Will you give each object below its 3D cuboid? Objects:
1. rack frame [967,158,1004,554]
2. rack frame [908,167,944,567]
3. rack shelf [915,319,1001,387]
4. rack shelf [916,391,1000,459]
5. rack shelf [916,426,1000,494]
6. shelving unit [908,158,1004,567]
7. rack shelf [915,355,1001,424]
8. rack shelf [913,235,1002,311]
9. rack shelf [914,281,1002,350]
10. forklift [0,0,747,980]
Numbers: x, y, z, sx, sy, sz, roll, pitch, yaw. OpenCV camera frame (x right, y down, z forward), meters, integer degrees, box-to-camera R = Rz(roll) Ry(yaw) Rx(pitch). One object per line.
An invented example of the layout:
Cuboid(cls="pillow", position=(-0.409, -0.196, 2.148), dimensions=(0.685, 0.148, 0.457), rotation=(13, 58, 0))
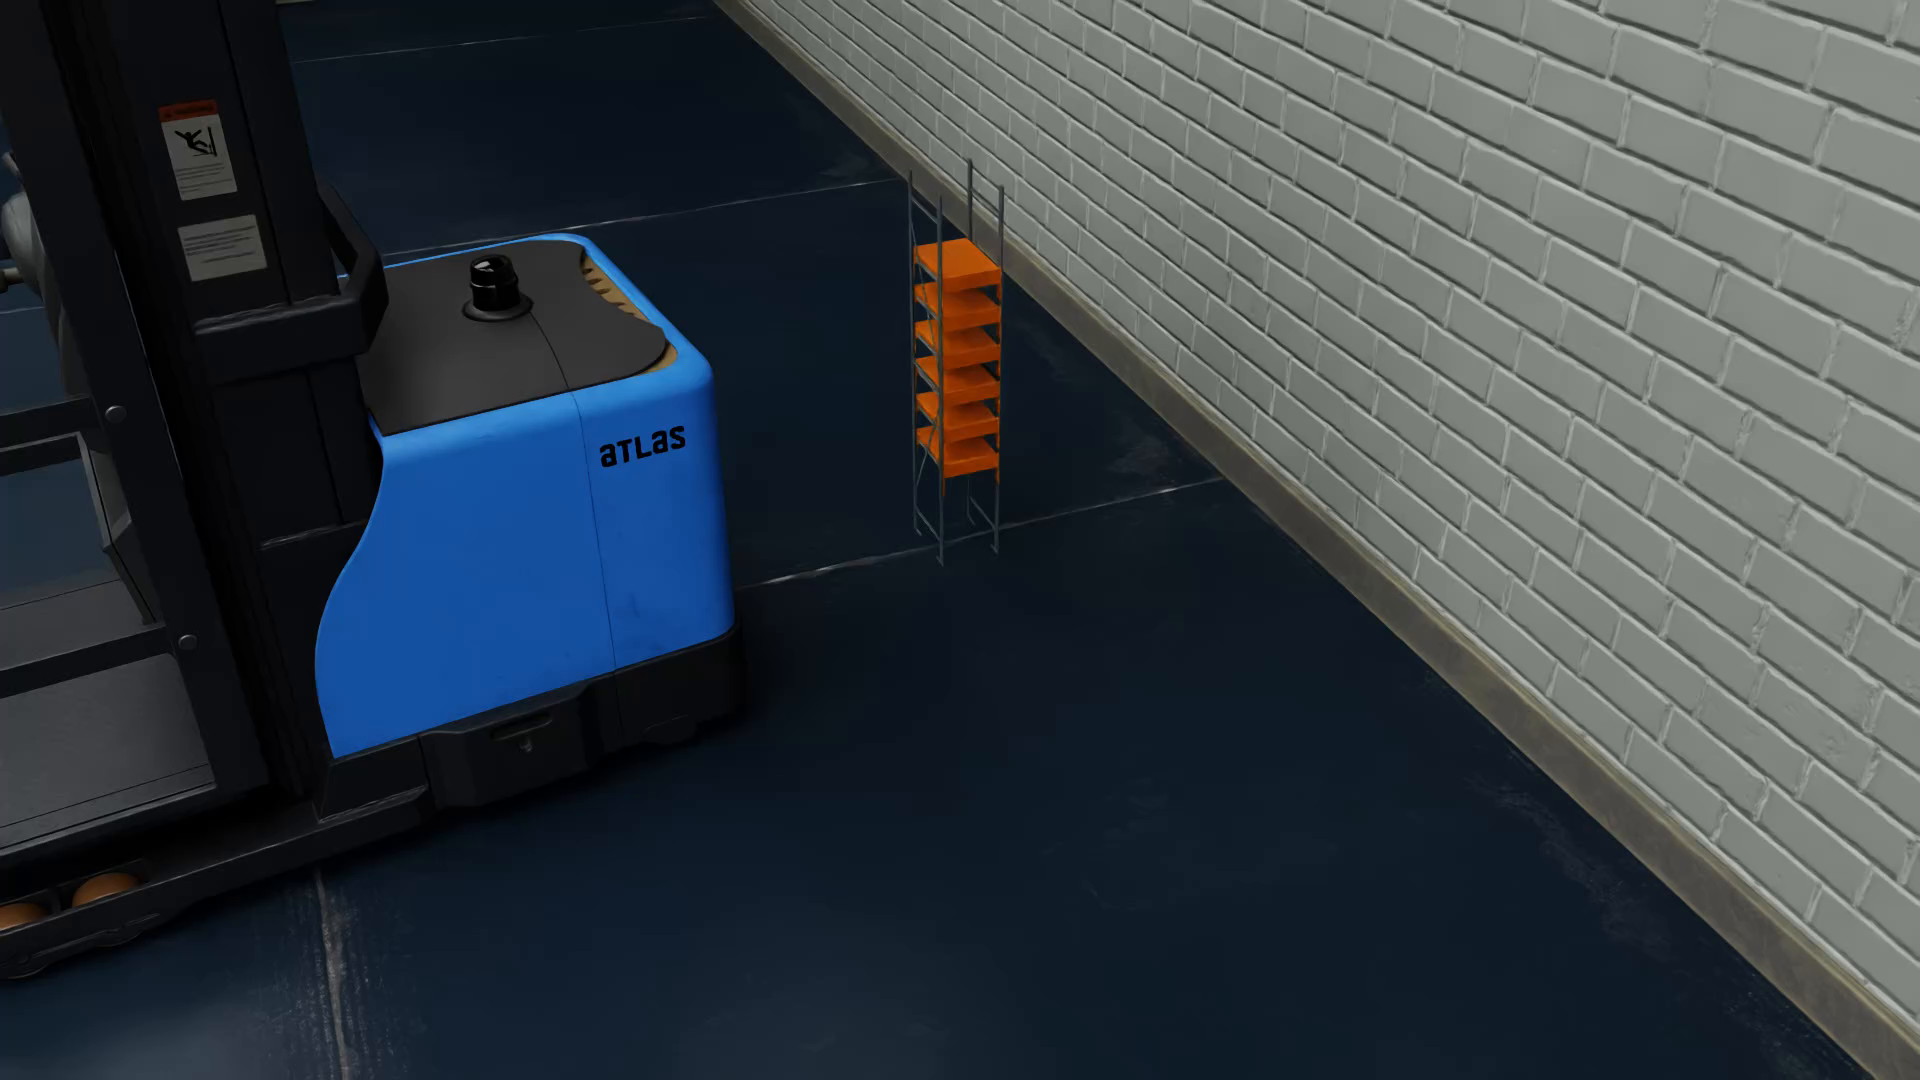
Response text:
Cuboid(cls="rack frame", position=(0.071, -0.519, 4.948), dimensions=(0.006, 1.200, 0.240), rotation=(-13, 35, -19))
Cuboid(cls="rack frame", position=(-0.098, -0.481, 4.888), dimensions=(0.006, 1.200, 0.240), rotation=(-13, 35, -19))
Cuboid(cls="rack shelf", position=(-0.013, -0.563, 4.877), dimensions=(0.180, 0.103, 0.258), rotation=(-13, 35, -19))
Cuboid(cls="rack shelf", position=(-0.013, -0.362, 5.008), dimensions=(0.180, 0.103, 0.258), rotation=(-13, 35, -19))
Cuboid(cls="rack shelf", position=(-0.013, -0.261, 5.073), dimensions=(0.180, 0.103, 0.258), rotation=(-13, 35, -19))
Cuboid(cls="shelving unit", position=(-0.013, -0.500, 4.918), dimensions=(0.189, 1.200, 0.258), rotation=(-13, 35, -19))
Cuboid(cls="rack shelf", position=(-0.013, -0.463, 4.942), dimensions=(0.180, 0.103, 0.258), rotation=(-13, 35, -19))
Cuboid(cls="rack shelf", position=(-0.013, -0.764, 4.746), dimensions=(0.180, 0.103, 0.258), rotation=(-13, 35, -19))
Cuboid(cls="rack shelf", position=(-0.013, -0.664, 4.811), dimensions=(0.180, 0.103, 0.258), rotation=(-13, 35, -19))
Cuboid(cls="forklift", position=(-2.111, -0.575, 3.447), dimensions=(3.031, 2.935, 1.130), rotation=(-17, 37, -24))
